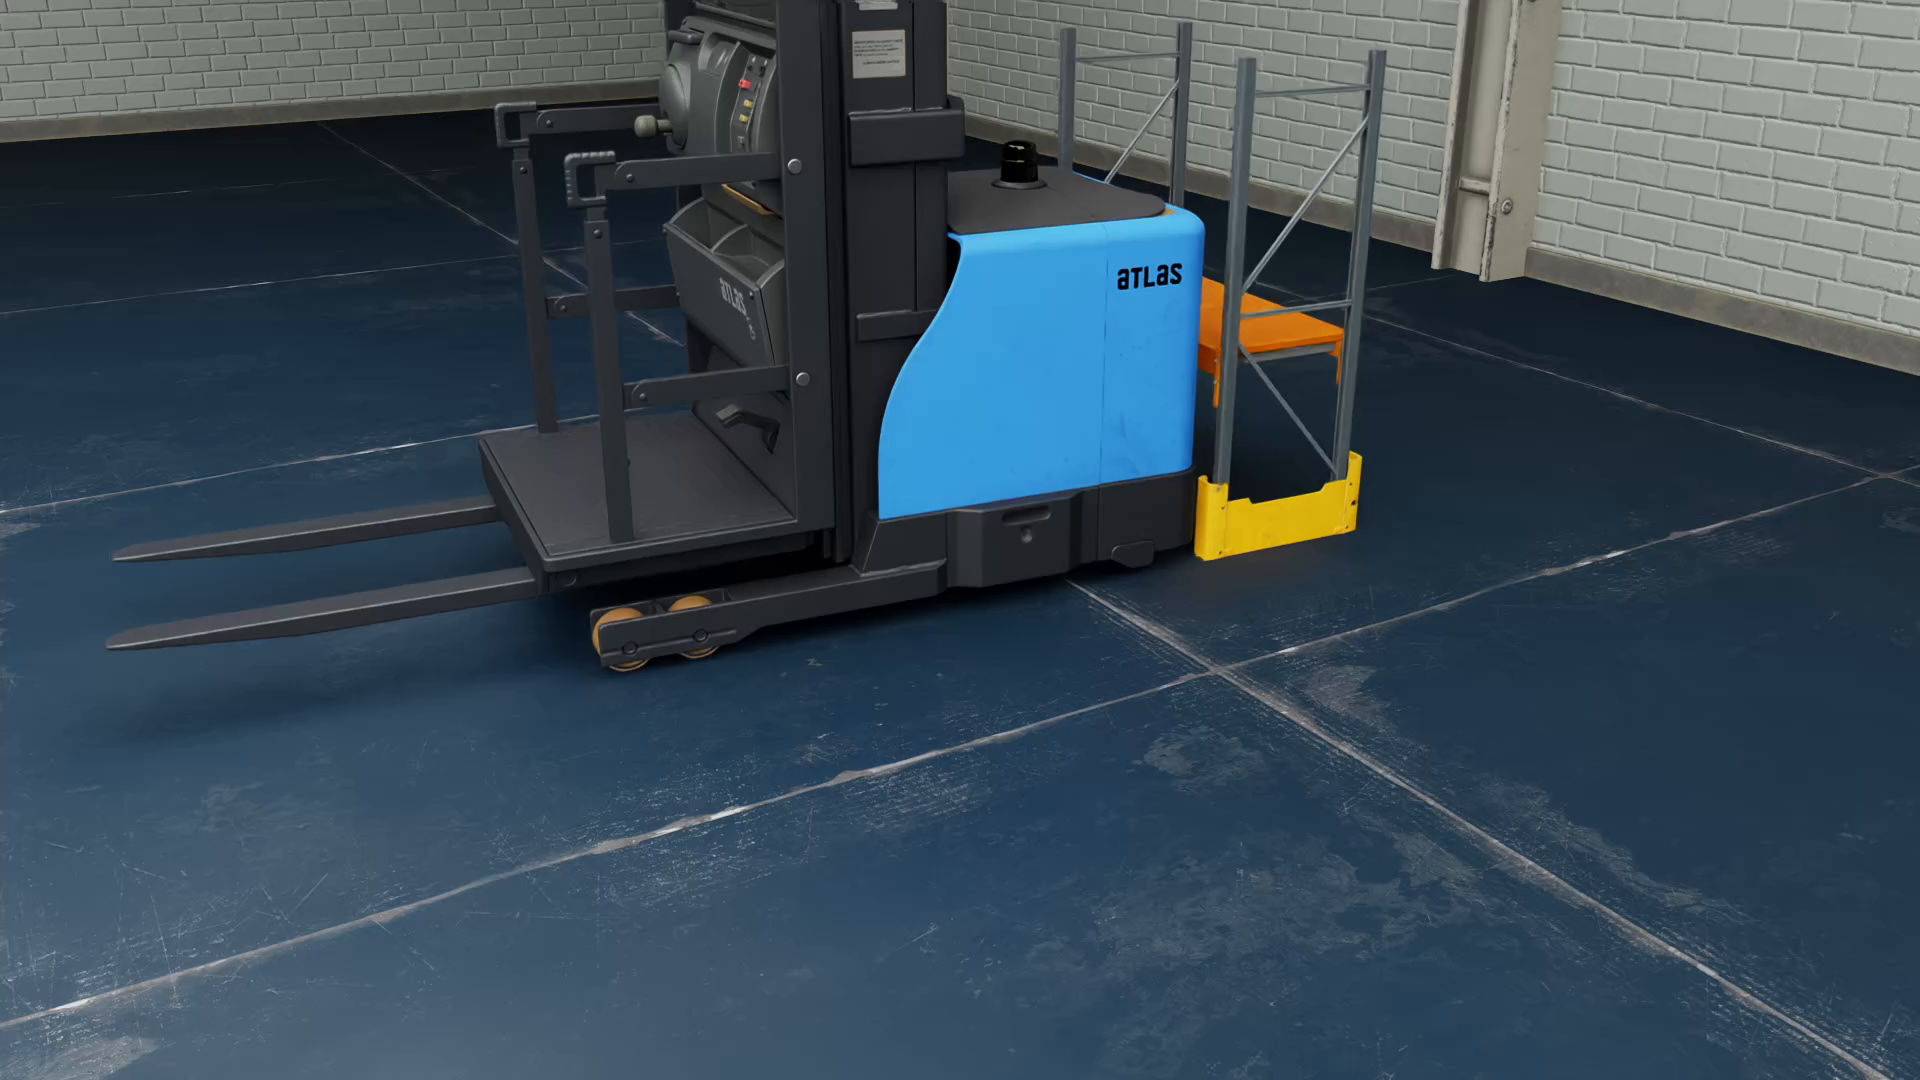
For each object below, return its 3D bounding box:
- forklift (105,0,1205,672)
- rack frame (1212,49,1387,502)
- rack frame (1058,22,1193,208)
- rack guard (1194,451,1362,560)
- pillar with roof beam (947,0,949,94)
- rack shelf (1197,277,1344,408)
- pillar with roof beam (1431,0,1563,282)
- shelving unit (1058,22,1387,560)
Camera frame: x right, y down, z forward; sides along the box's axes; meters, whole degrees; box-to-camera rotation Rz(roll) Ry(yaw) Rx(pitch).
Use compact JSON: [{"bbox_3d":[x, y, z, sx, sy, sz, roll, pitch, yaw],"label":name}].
[{"bbox_3d":[-0.843,-1.232,4.451,3.031,2.935,1.130,-9,24,-22],"label":"forklift"},{"bbox_3d":[1.009,-0.691,5.021,0.500,1.500,0.032,-10,24,-24],"label":"rack frame"},{"bbox_3d":[0.563,-1.036,5.867,0.500,1.500,0.032,-10,24,-24],"label":"rack frame"},{"bbox_3d":[1.008,-0.113,5.257,0.587,0.250,0.087,-10,24,-24],"label":"rack guard"},{"bbox_3d":[-4.016,-6.708,9.865,9.100,9.000,0.400,-13,25,-28],"label":"pillar with roof beam"},{"bbox_3d":[0.786,-0.697,5.512,0.538,0.185,1.000,-10,24,-24],"label":"rack shelf"},{"bbox_3d":[-0.951,-4.766,5.086,9.100,9.000,0.400,-13,25,-28],"label":"pillar with roof beam"},{"bbox_3d":[0.790,-0.860,5.436,0.587,1.500,1.083,-10,24,-24],"label":"shelving unit"}]
